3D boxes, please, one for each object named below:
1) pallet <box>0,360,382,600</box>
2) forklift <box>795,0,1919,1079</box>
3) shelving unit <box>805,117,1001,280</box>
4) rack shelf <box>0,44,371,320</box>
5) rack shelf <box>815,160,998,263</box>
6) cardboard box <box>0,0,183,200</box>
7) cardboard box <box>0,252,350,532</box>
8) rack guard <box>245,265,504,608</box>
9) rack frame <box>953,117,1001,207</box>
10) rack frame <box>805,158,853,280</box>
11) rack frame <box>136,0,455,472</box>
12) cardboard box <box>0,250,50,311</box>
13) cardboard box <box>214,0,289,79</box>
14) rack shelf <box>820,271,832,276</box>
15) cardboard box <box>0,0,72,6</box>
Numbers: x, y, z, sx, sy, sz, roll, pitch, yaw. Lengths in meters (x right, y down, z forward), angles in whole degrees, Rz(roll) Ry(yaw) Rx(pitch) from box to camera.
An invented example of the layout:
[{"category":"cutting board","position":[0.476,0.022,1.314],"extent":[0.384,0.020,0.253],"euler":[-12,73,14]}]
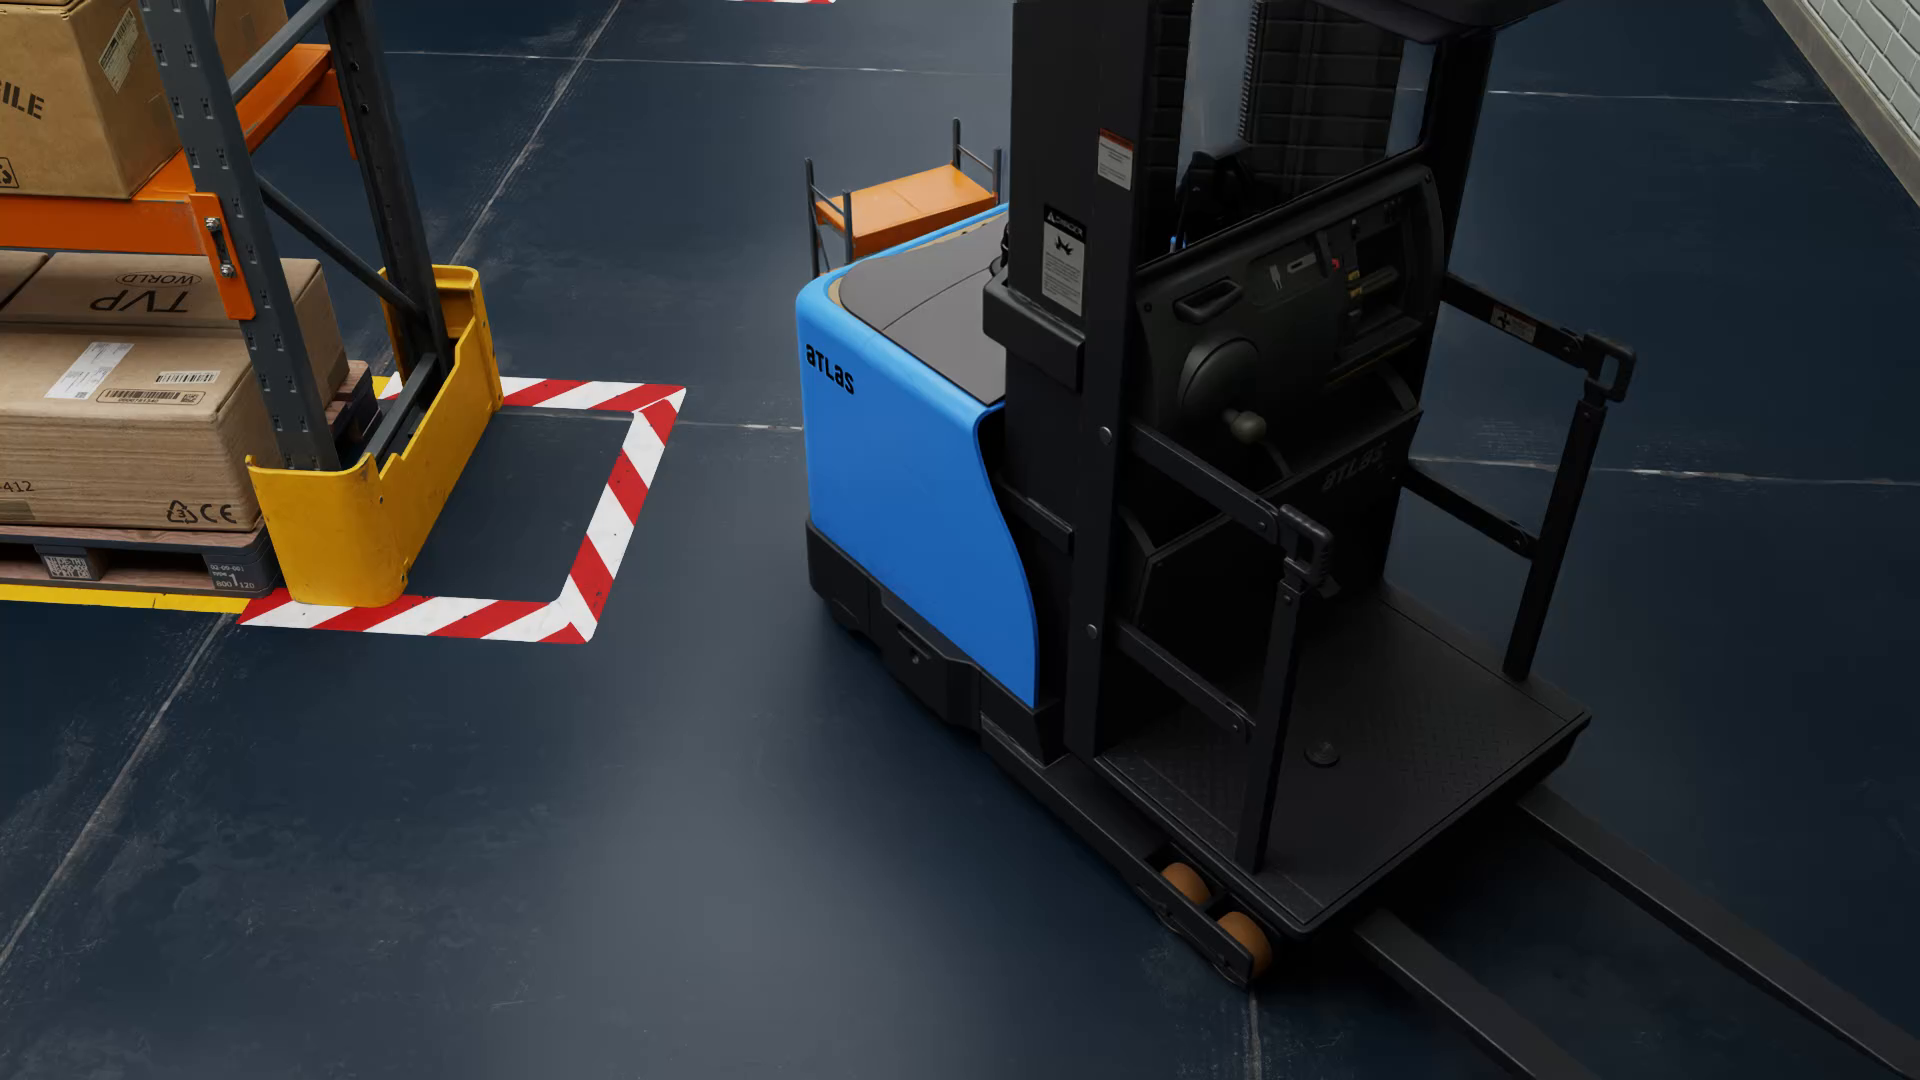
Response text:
[{"category":"pallet","position":[-2.649,-0.247,5.386],"extent":[1.213,0.211,1.003],"euler":[3,39,4]},{"category":"forklift","position":[0.869,-0.446,3.476],"extent":[1.130,2.935,3.031],"euler":[-27,46,-29]},{"category":"shelving unit","position":[-0.159,-0.624,5.066],"extent":[0.503,1.200,0.258],"euler":[-22,44,-24]},{"category":"rack shelf","position":[-3.838,-1.164,4.873],"extent":[4.000,0.370,1.077],"euler":[3,39,4]},{"category":"rack shelf","position":[-0.159,-0.929,4.818],"extent":[0.480,0.148,0.258],"euler":[-22,44,-24]},{"category":"cardboard box","position":[-2.349,-1.232,4.309],"extent":[0.500,0.500,0.500],"euler":[3,39,4]},{"category":"cardboard box","position":[-2.512,-0.476,5.156],"extent":[0.875,0.438,0.875],"euler":[2,39,2]},{"category":"rack guard","position":[-1.822,-0.363,5.300],"extent":[0.348,0.500,1.175],"euler":[3,39,4]},{"category":"rack frame","position":[0.048,-0.706,5.166],"extent":[0.015,1.200,0.240],"euler":[-22,44,-24]},{"category":"rack frame","position":[-0.366,-0.542,4.965],"extent":[0.015,1.200,0.240],"euler":[-22,44,-24]},{"category":"rack frame","position":[-1.846,-1.334,4.512],"extent":[0.127,3.000,1.000],"euler":[3,39,4]},{"category":"cardboard box","position":[-3.424,-0.521,5.210],"extent":[0.875,0.438,0.875],"euler":[4,39,5]},{"category":"cardboard box","position":[-2.299,-1.579,4.735],"extent":[0.500,0.500,0.500],"euler":[3,39,3]},{"category":"rack shelf","position":[-0.159,-0.745,4.967],"extent":[0.480,0.148,0.258],"euler":[-22,44,-24]},{"category":"cardboard box","position":[-2.346,-1.637,4.014],"extent":[0.500,0.500,0.500],"euler":[4,39,5]}]
